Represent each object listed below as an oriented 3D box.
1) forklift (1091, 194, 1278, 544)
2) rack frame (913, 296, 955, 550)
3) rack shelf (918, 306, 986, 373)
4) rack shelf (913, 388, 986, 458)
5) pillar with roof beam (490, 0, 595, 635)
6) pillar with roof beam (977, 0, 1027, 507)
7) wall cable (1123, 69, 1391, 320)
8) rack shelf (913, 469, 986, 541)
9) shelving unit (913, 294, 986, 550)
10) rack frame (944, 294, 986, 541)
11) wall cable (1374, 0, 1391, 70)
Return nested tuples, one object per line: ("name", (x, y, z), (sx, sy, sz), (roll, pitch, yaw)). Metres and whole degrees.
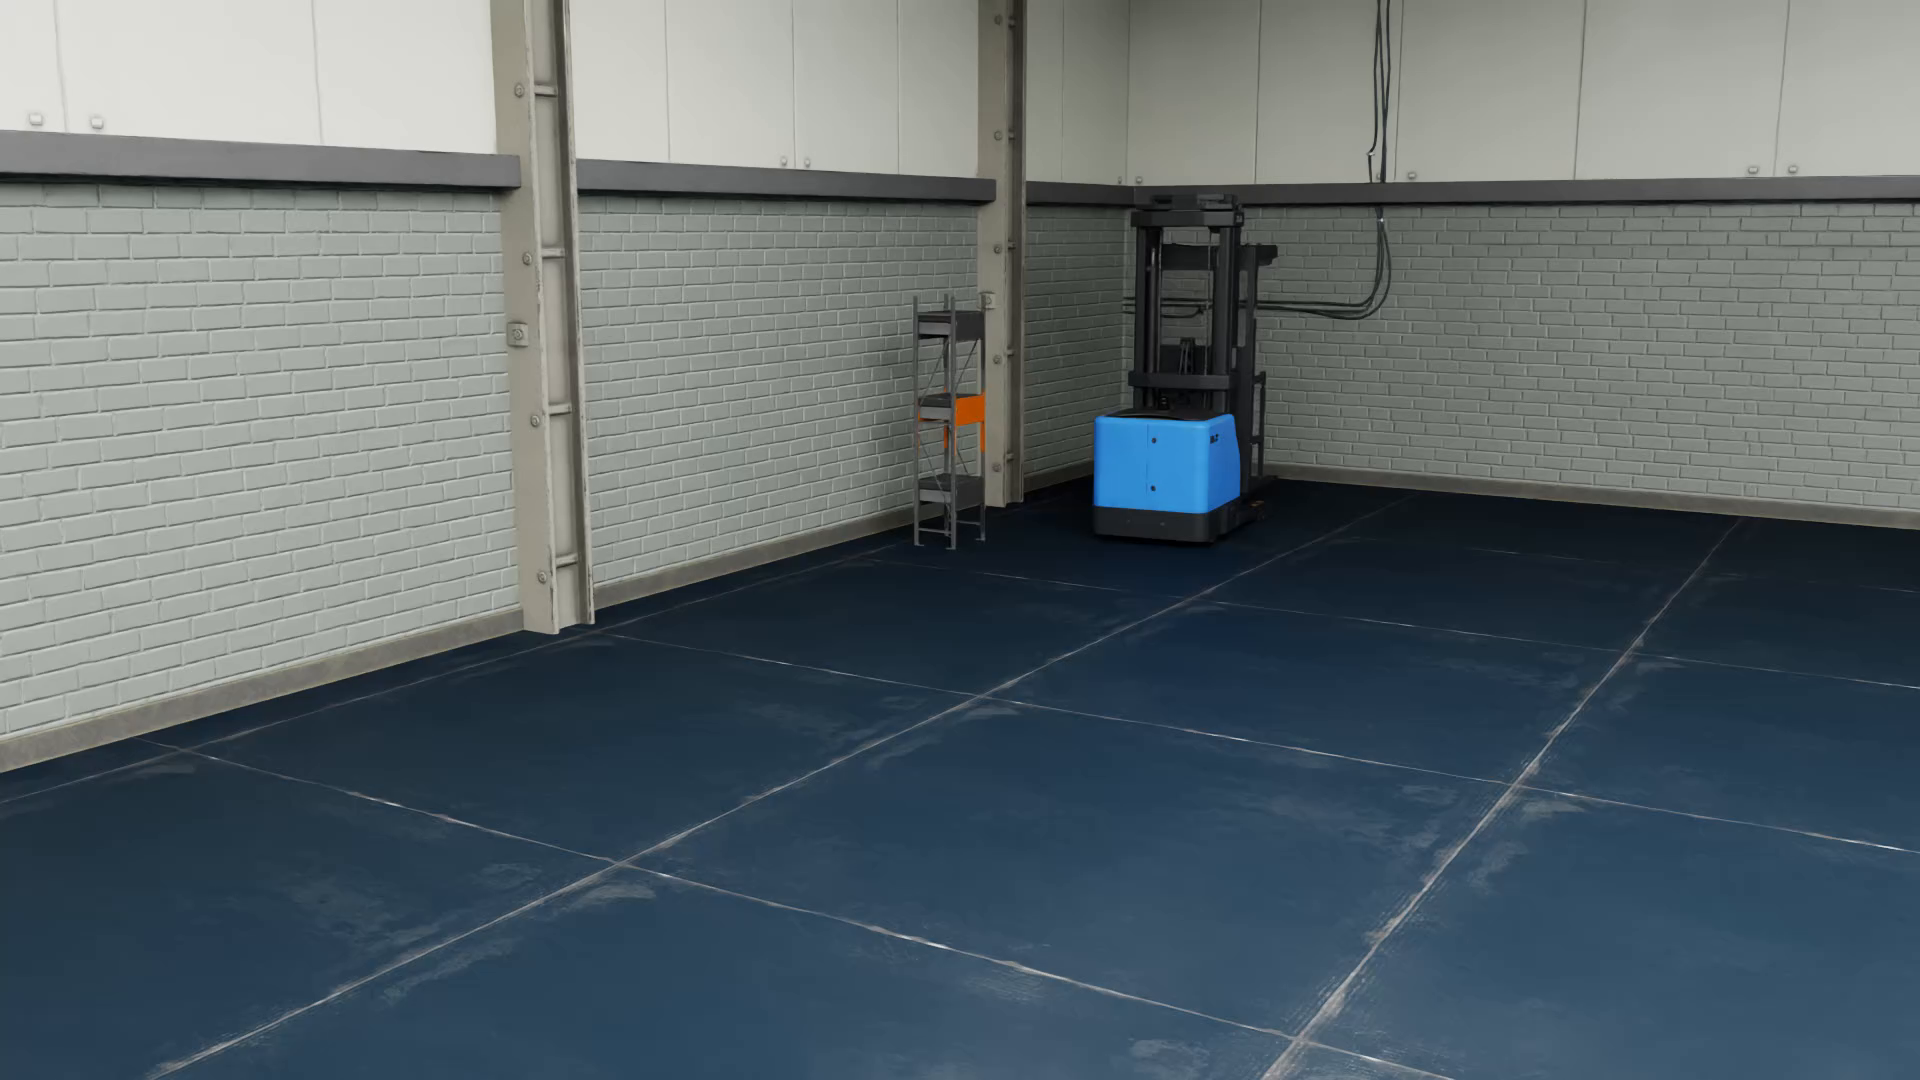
("forklift", (2.216, -1.639, 15.156), (1.130, 2.935, 3.031), (5, 12, 25))
("rack frame", (-0.213, -0.968, 13.831), (0.400, 2.100, 0.015), (6, 12, 31))
("rack shelf", (-0.086, -1.681, 13.910), (0.431, 0.518, 0.480), (6, 12, 31))
("rack shelf", (-0.086, -0.993, 14.039), (0.431, 0.518, 0.480), (6, 12, 31))
("pillar with roof beam", (0.959, -3.430, 8.235), (9.100, 9.000, 0.400), (6, 12, 31))
("pillar with roof beam", (4.074, -4.374, 13.276), (9.100, 9.000, 0.400), (6, 12, 31))
("wall cable", (3.054, -3.596, 17.558), (3.097, 2.526, 0.112), (6, 12, 31))
("rack shelf", (-0.086, -0.305, 14.168), (0.431, 0.518, 0.480), (6, 12, 31))
("shelving unit", (-0.086, -1.006, 14.036), (0.431, 2.100, 0.503), (6, 12, 31))
("rack frame", (0.041, -1.044, 14.241), (0.400, 2.100, 0.015), (6, 12, 31))
("wall cable", (5.367, -5.820, 15.713), (3.097, 2.526, 0.112), (6, 12, 31))
